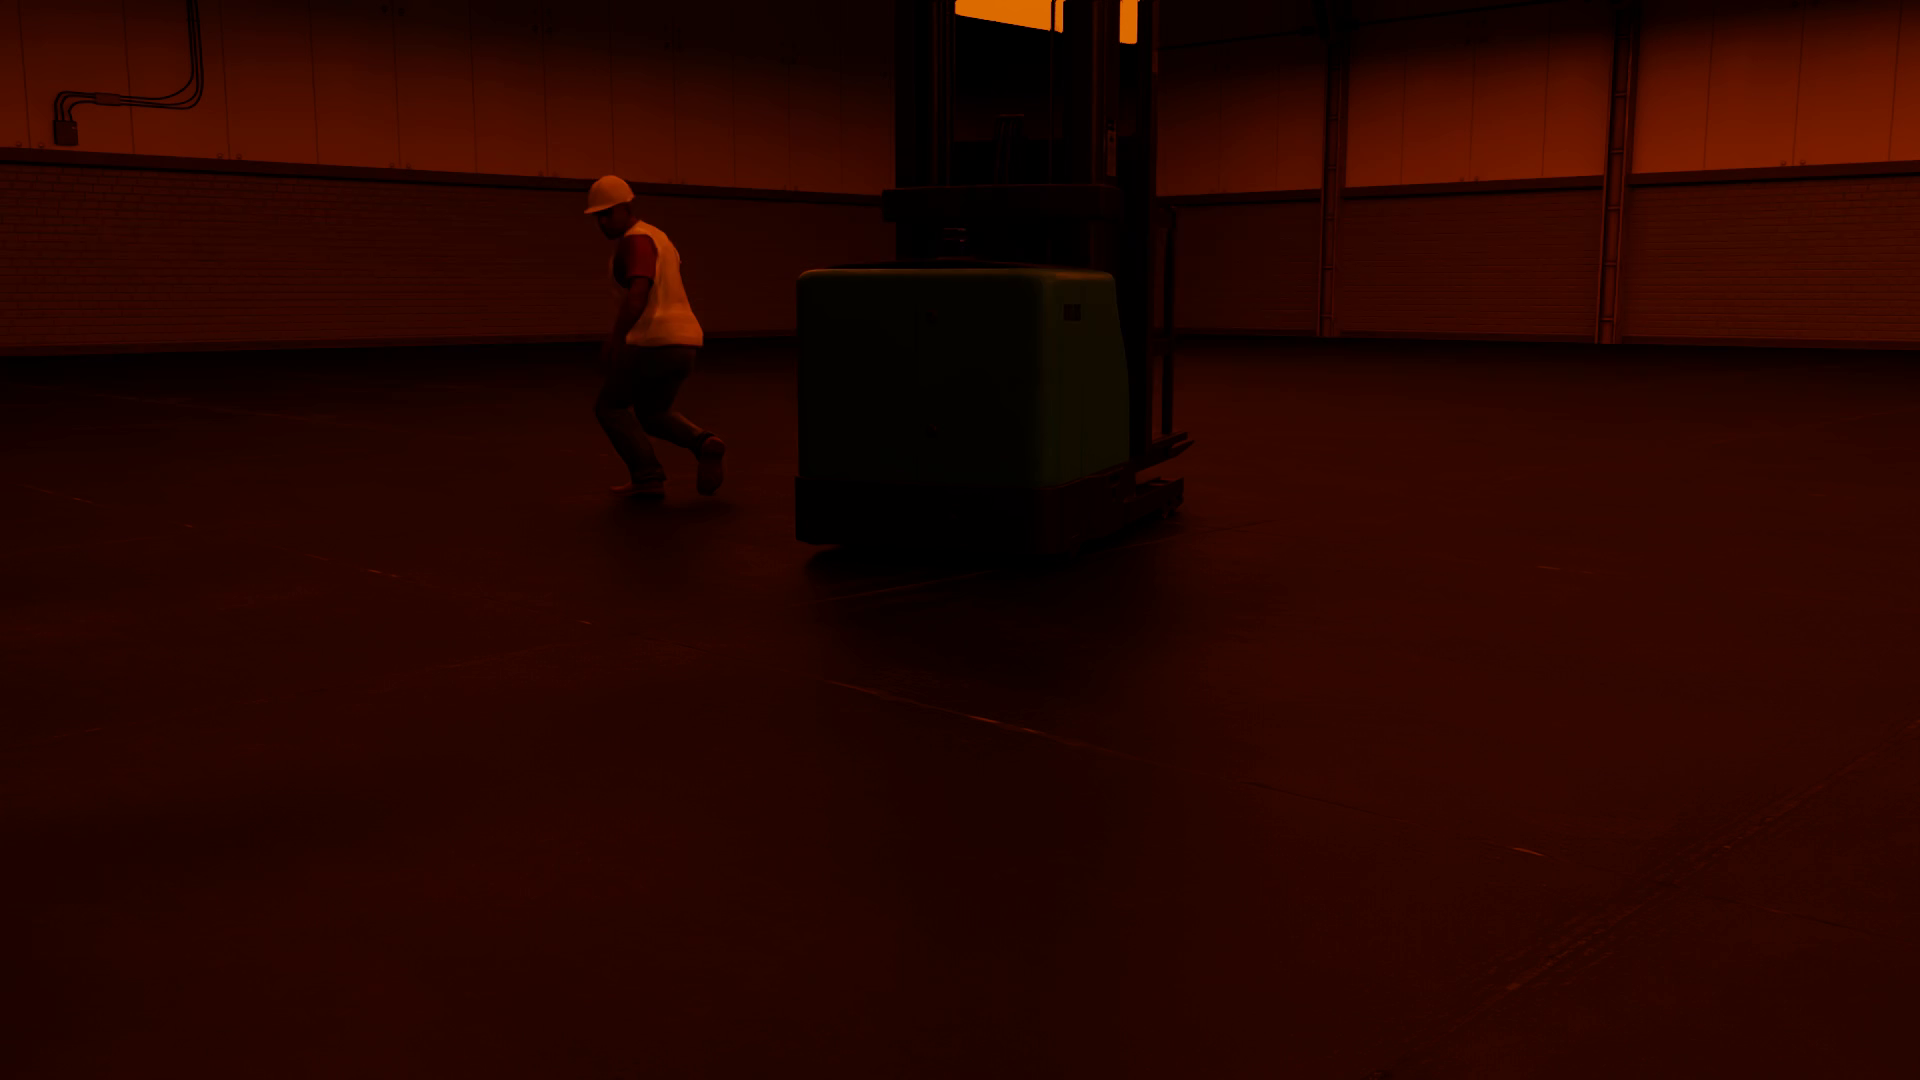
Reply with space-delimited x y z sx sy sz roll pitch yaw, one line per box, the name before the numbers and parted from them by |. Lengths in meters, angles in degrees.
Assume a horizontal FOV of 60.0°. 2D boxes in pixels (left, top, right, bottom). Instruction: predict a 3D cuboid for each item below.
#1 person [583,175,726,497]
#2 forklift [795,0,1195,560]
person | -1.473 -0.986 8.124 0.647 1.556 0.873 3 9 20
forklift | 0.373 -1.558 7.222 1.130 2.935 3.031 3 9 20
